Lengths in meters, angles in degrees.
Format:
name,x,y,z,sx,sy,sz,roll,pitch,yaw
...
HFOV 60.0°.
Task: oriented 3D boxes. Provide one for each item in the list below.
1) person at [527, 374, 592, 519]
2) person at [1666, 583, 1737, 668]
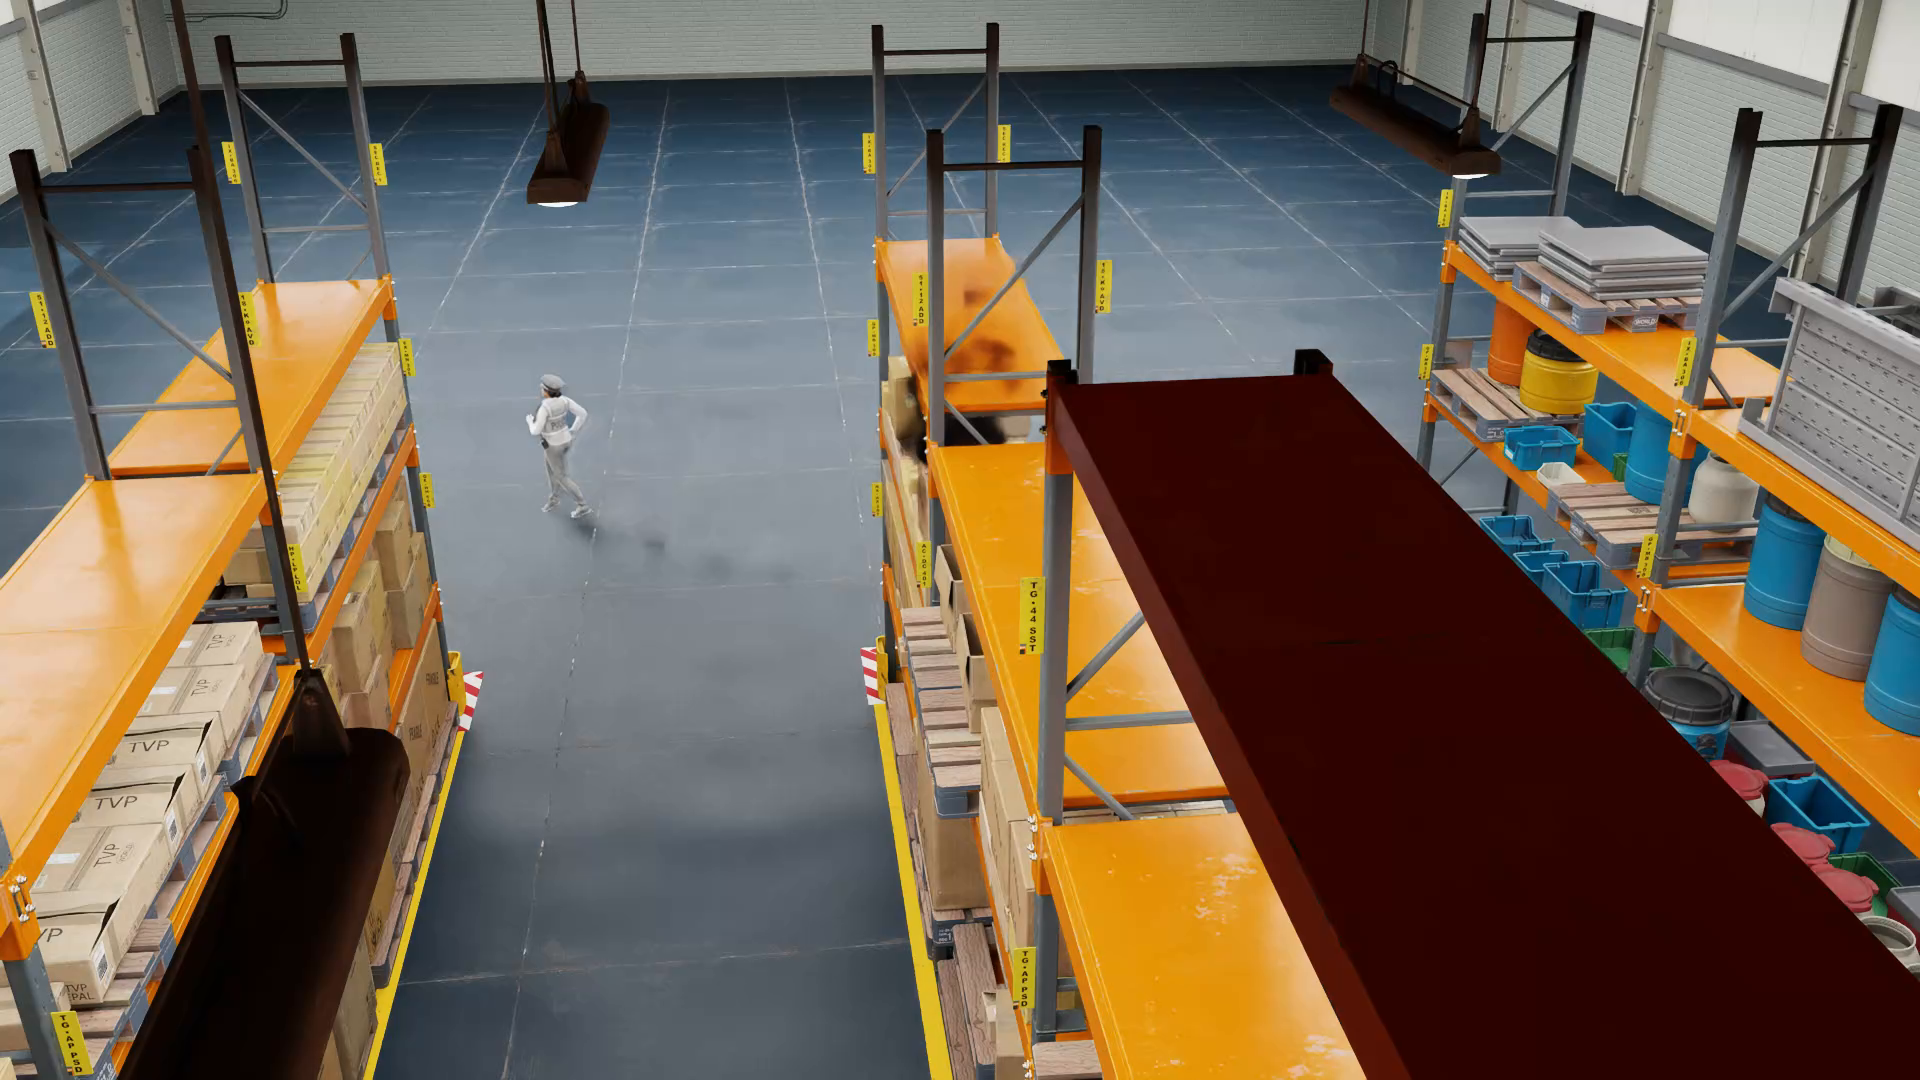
name,x,y,z,sx,sy,sz,roll,pitch,yaw
person,-4.514,-1.025,18.686,0.769,1.742,0.589,10,27,20
person,6.579,0.747,14.918,0.567,1.697,0.933,-6,26,-12
